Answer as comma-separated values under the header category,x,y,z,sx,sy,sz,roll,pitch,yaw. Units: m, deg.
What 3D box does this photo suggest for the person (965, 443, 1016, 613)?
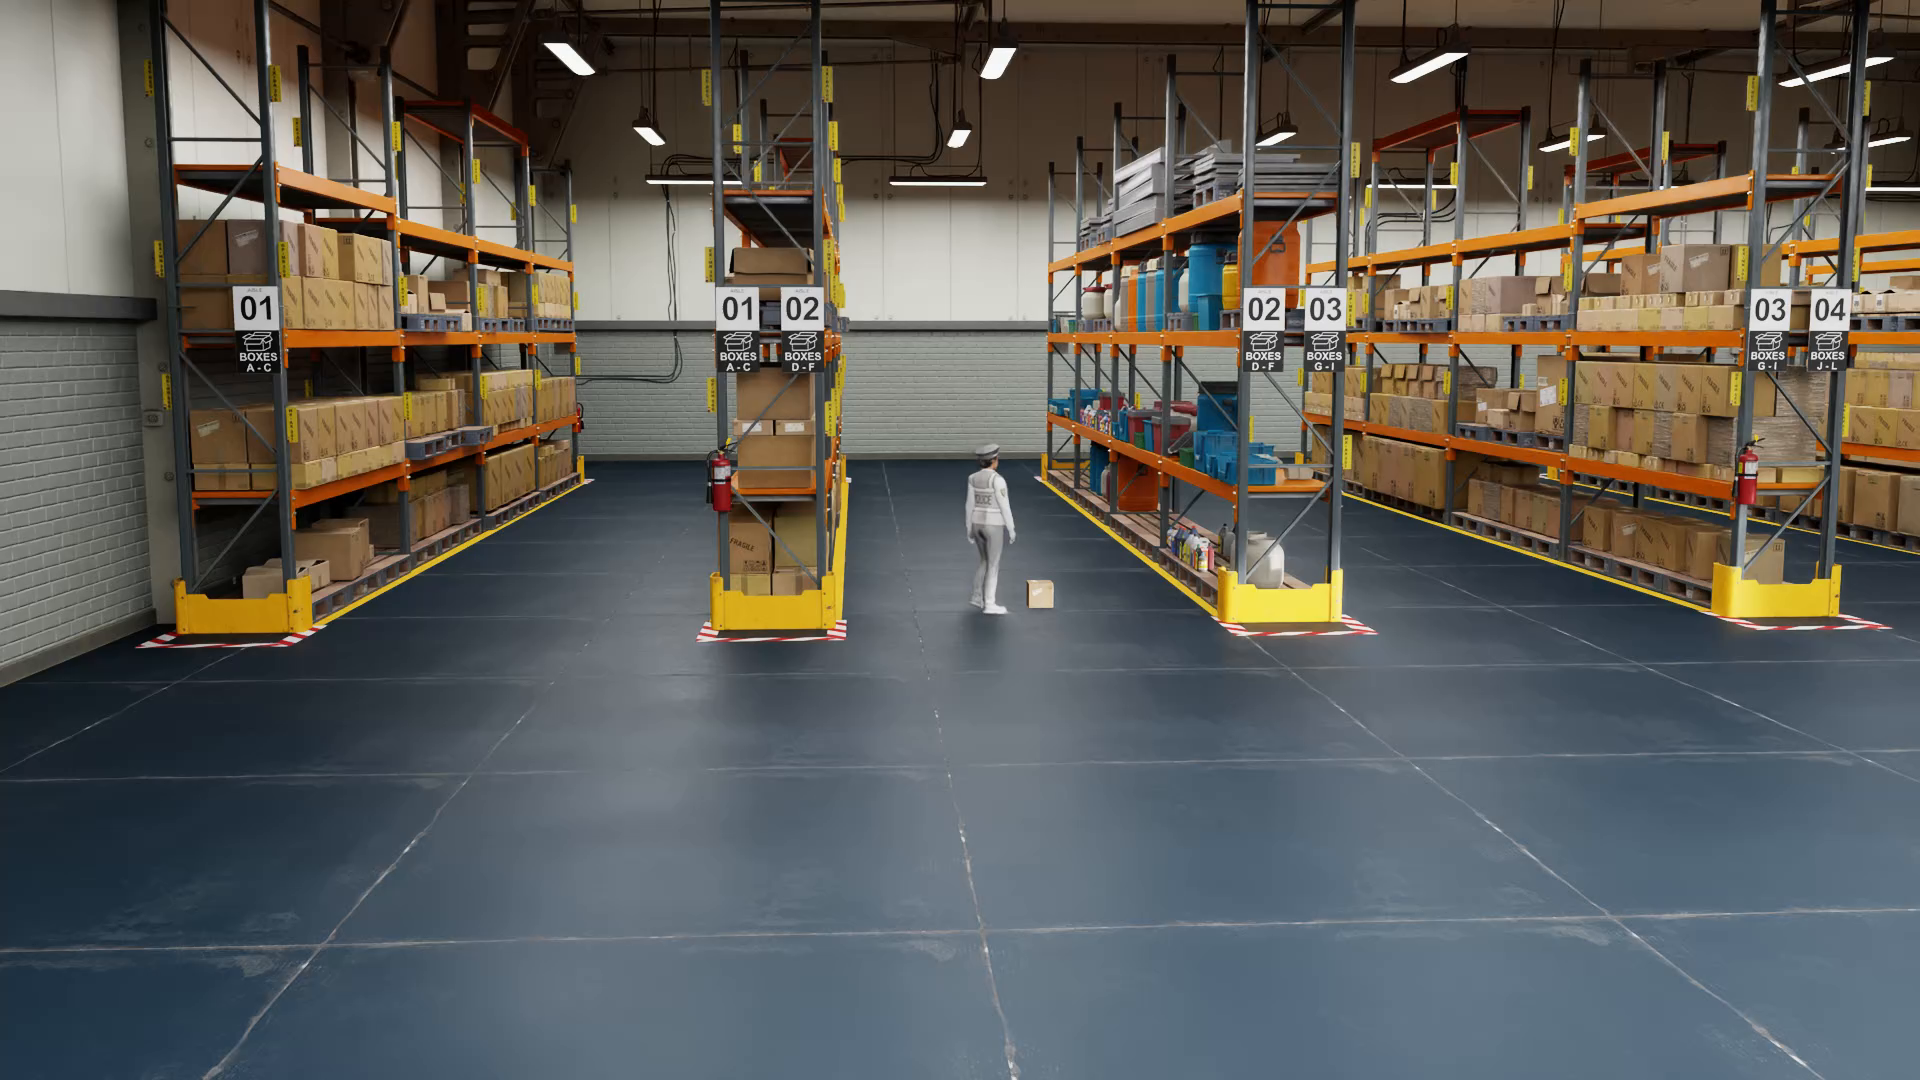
category,x,y,z,sx,sy,sz,roll,pitch,yaw
person,0.298,-0.111,16.510,0.353,1.692,0.511,-6,9,-42
